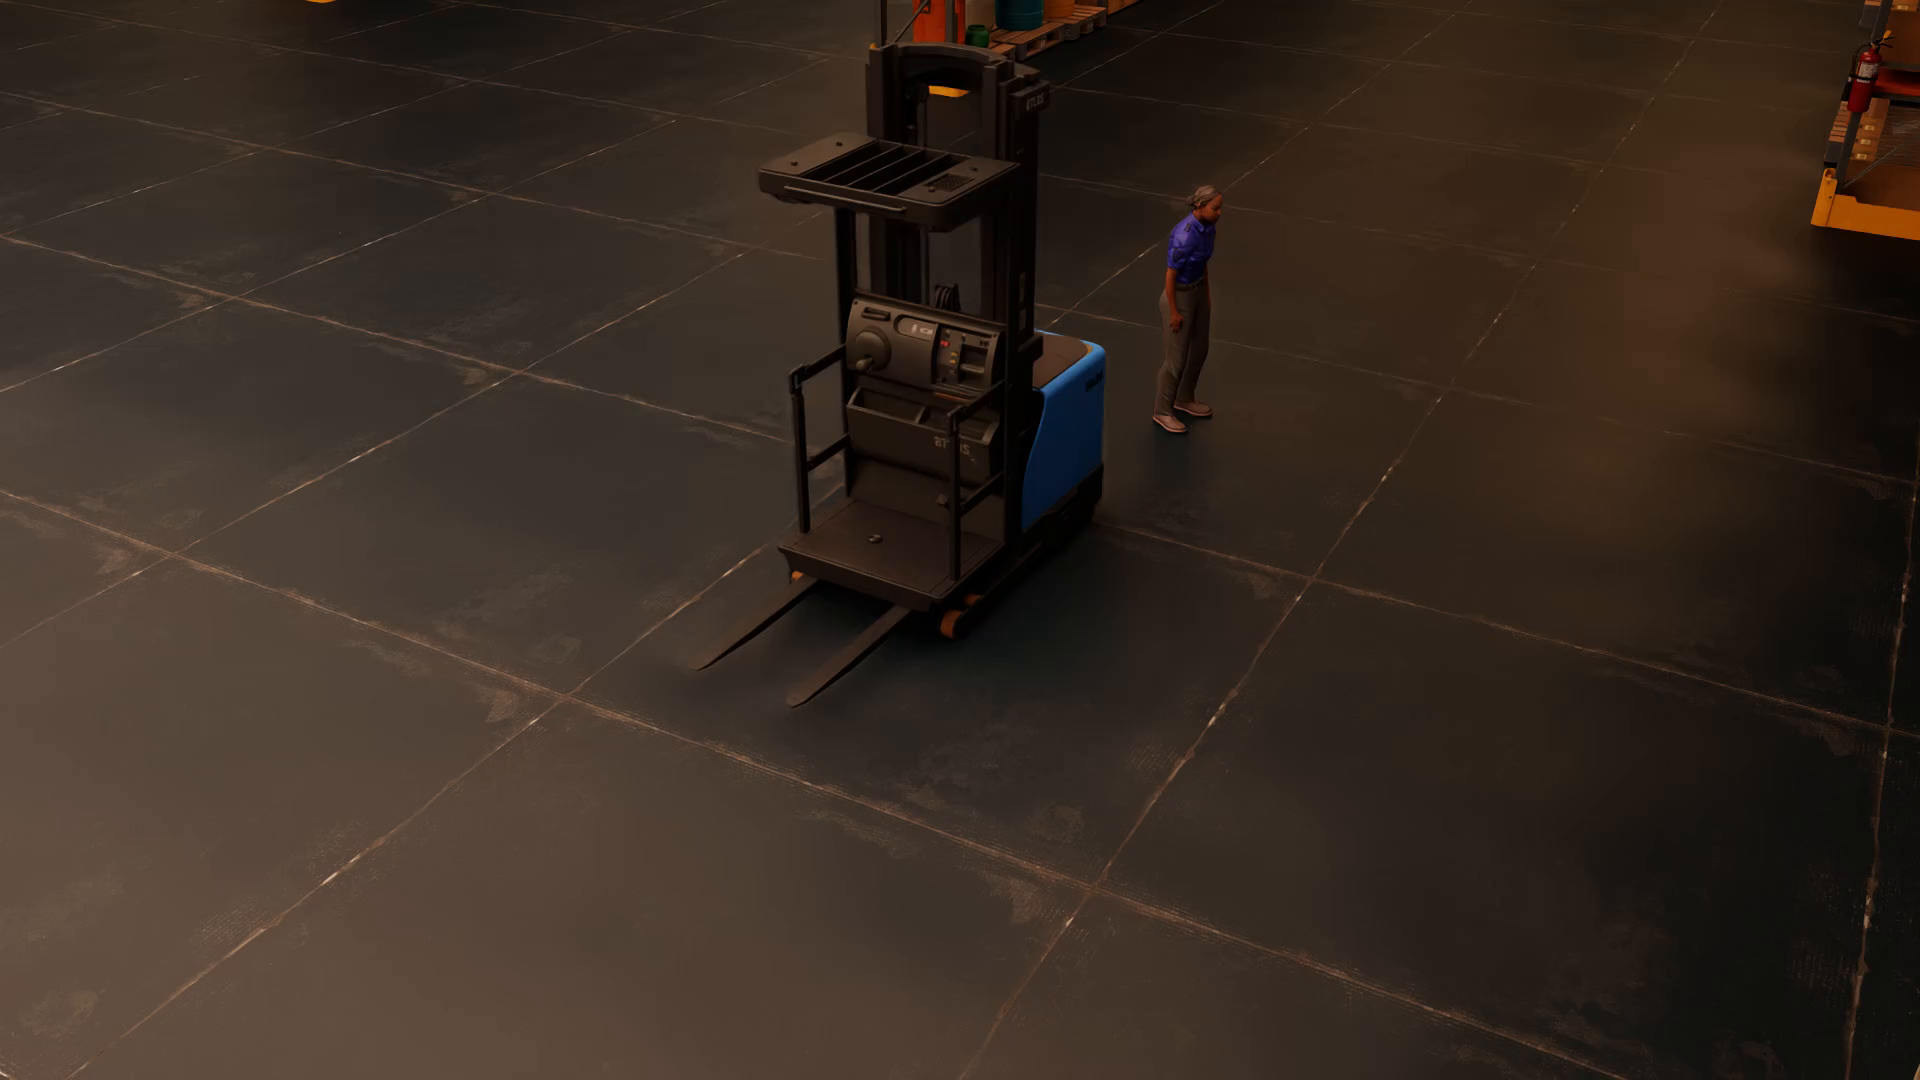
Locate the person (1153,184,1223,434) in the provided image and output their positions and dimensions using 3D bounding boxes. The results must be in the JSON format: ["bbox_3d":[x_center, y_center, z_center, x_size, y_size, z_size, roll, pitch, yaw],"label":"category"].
[{"bbox_3d":[1.519,-1.562,11.072,0.349,1.639,0.528,21,36,31],"label":"person"}]

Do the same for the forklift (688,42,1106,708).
[{"bbox_3d":[-0.314,-0.992,8.789,1.130,2.935,3.031,17,34,27],"label":"forklift"}]
